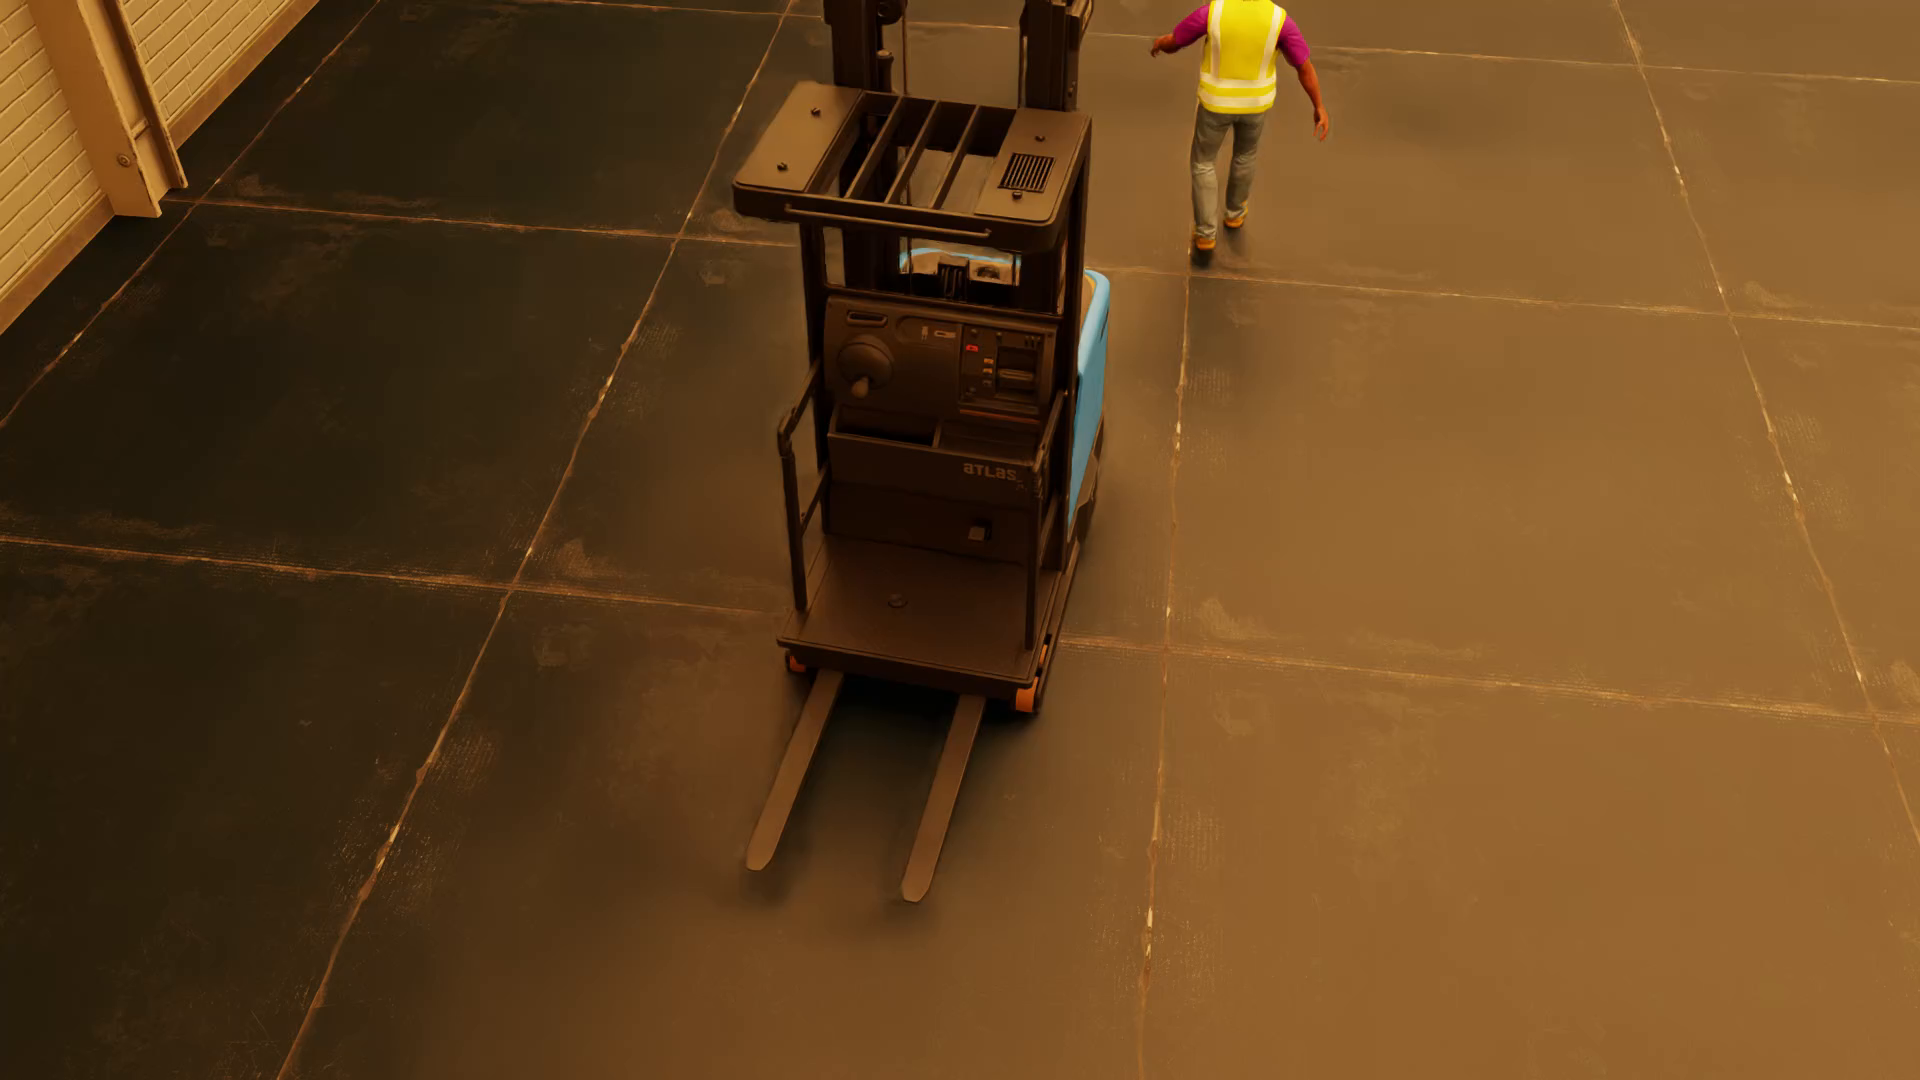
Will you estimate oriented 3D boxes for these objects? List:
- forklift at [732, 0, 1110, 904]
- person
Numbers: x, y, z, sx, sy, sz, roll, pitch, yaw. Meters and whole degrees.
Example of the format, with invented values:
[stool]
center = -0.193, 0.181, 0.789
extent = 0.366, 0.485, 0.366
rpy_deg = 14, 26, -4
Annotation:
[forklift]
center = -0.131, -0.629, 6.410
extent = 1.130, 2.935, 3.031
rpy_deg = 9, 43, 10
[person]
center = 1.558, -2.483, 9.309
extent = 0.982, 1.745, 0.740
rpy_deg = 3, 43, 3
